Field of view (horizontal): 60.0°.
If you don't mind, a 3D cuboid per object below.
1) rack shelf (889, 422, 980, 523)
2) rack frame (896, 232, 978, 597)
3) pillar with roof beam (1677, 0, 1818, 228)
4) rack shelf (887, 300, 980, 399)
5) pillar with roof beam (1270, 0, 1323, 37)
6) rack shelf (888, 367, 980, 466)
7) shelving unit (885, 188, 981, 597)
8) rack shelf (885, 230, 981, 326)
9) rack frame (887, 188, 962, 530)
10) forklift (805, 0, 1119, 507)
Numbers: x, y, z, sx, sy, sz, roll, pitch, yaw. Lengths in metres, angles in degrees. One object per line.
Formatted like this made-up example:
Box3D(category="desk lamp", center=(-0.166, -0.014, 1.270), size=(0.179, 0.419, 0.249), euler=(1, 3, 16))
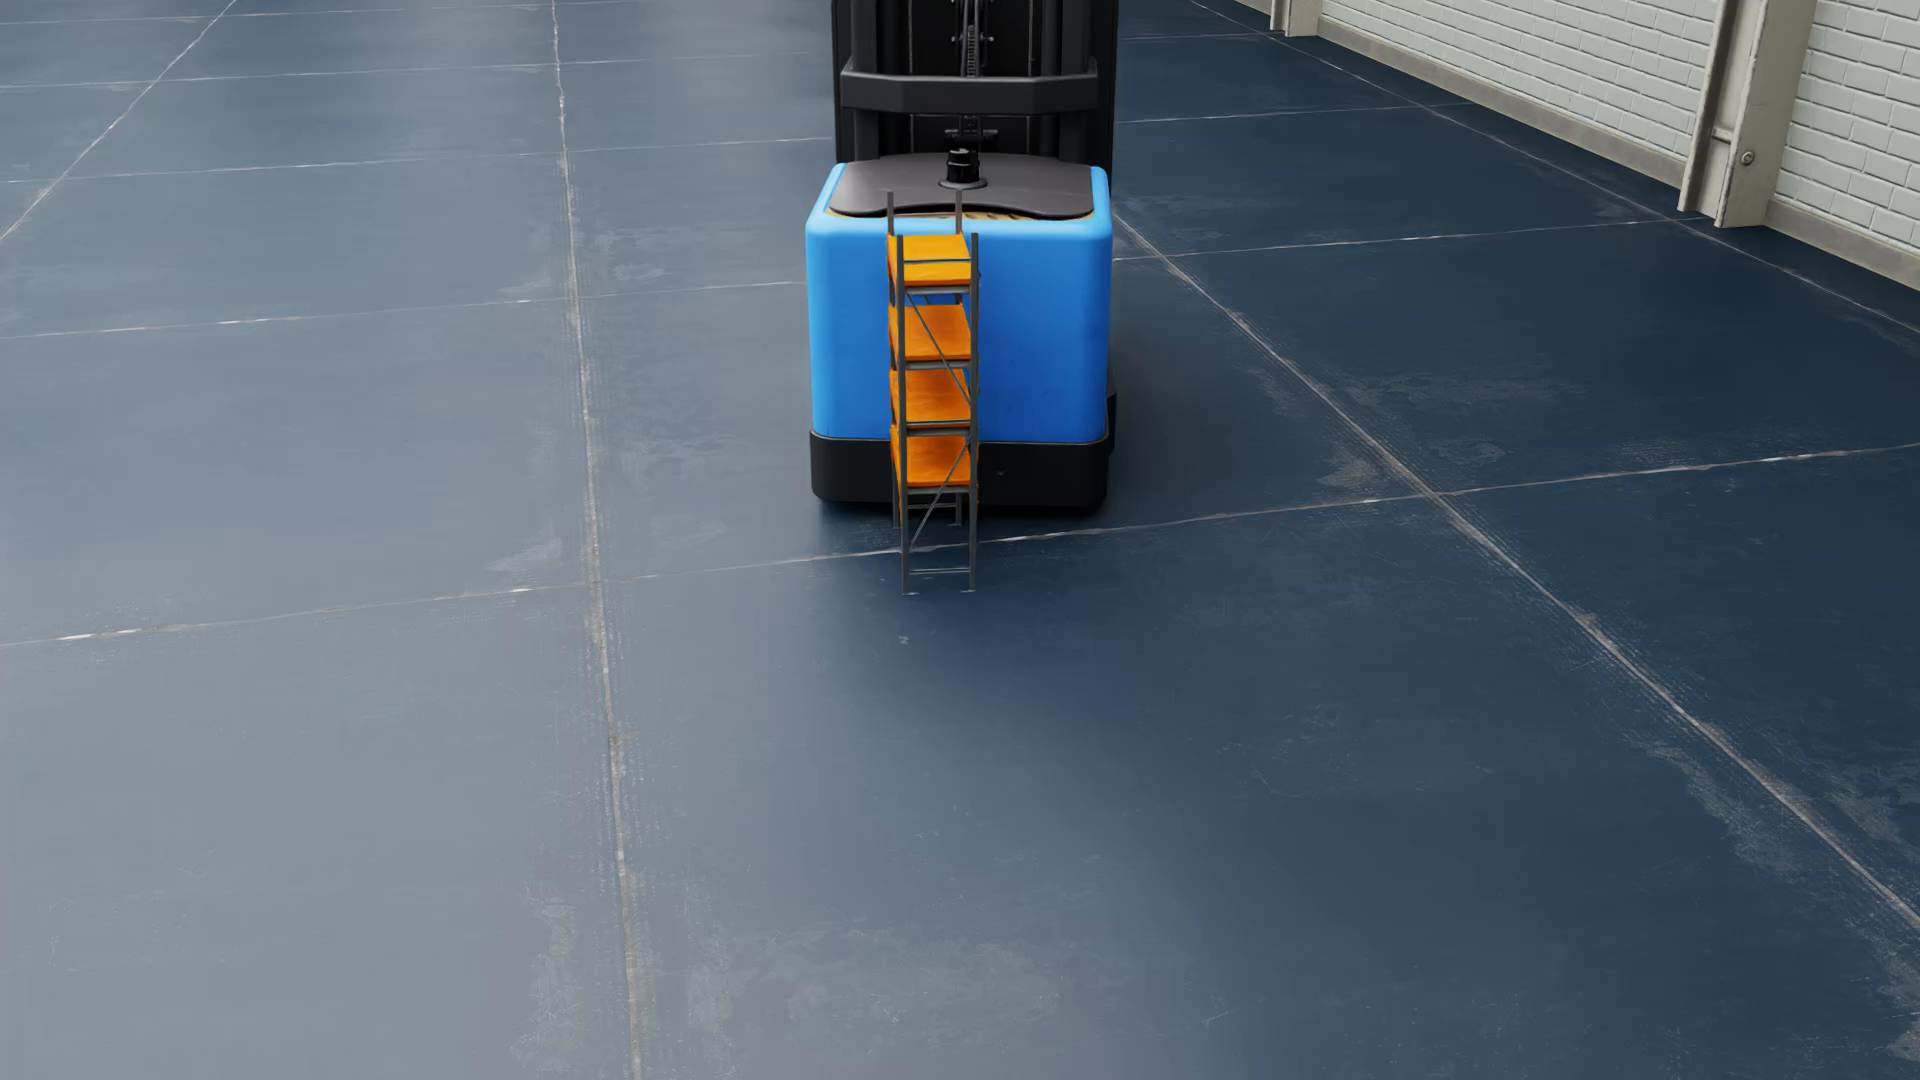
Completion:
Box3D(category="rack shelf", center=(-0.090, -0.233, 5.469), size=(0.258, 0.148, 0.480), euler=(-2, 27, -5))
Box3D(category="rack frame", center=(-0.066, -0.361, 5.133), size=(0.240, 1.200, 0.015), euler=(-2, 27, -5))
Box3D(category="pillar with roof beam", center=(0.093, -5.401, 6.463), size=(9.100, 9.000, 0.400), euler=(-6, 27, -12))
Box3D(category="rack shelf", center=(-0.090, -0.610, 5.279), size=(0.258, 0.148, 0.480), euler=(-2, 27, -5))
Box3D(category="pillar with roof beam", center=(-1.259, -8.035, 11.681), size=(9.100, 9.000, 0.400), euler=(-6, 27, -12))
Box3D(category="rack shelf", center=(-0.090, -0.410, 5.380), size=(0.258, 0.148, 0.480), euler=(-2, 27, -5))
Box3D(category="shelving unit", center=(-0.090, -0.470, 5.350), size=(0.258, 1.200, 0.503), euler=(-2, 27, -5))
Box3D(category="rack shelf", center=(-0.090, -0.821, 5.173), size=(0.258, 0.148, 0.480), euler=(-2, 27, -5))
Box3D(category="rack frame", center=(-0.113, -0.579, 5.566), size=(0.240, 1.200, 0.015), euler=(-2, 27, -5))
Box3D(category="forklift", center=(0.069, -2.050, 6.559), size=(1.130, 2.935, 3.031), euler=(1, 27, 3))
